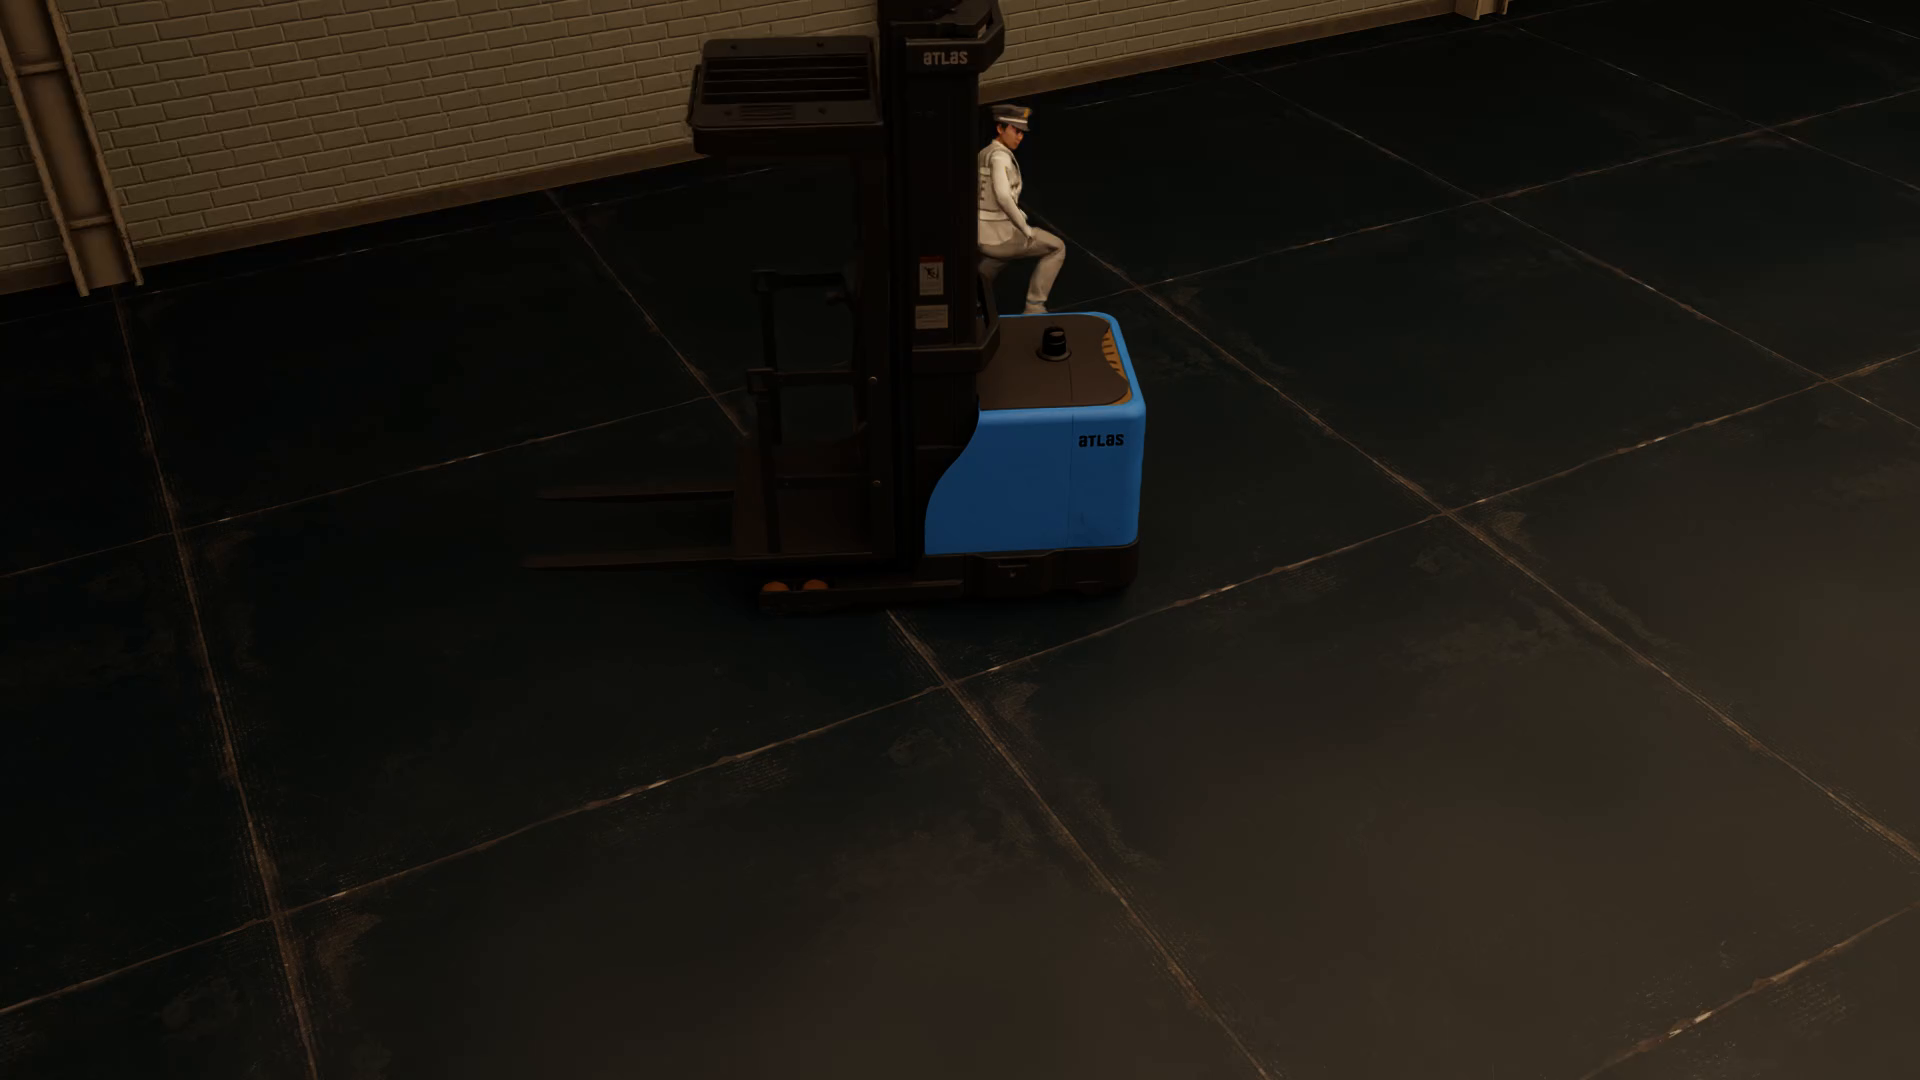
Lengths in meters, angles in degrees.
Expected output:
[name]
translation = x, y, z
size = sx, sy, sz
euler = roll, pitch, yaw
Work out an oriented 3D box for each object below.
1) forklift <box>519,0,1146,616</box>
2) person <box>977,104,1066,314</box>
[forklift]
translation = -0.663, -1.145, 7.742
size = 3.031, 2.935, 1.130
euler = -3, 35, -4
[person]
translation = 0.286, -1.955, 10.231
size = 0.624, 1.461, 0.785
euler = -17, 39, -23
